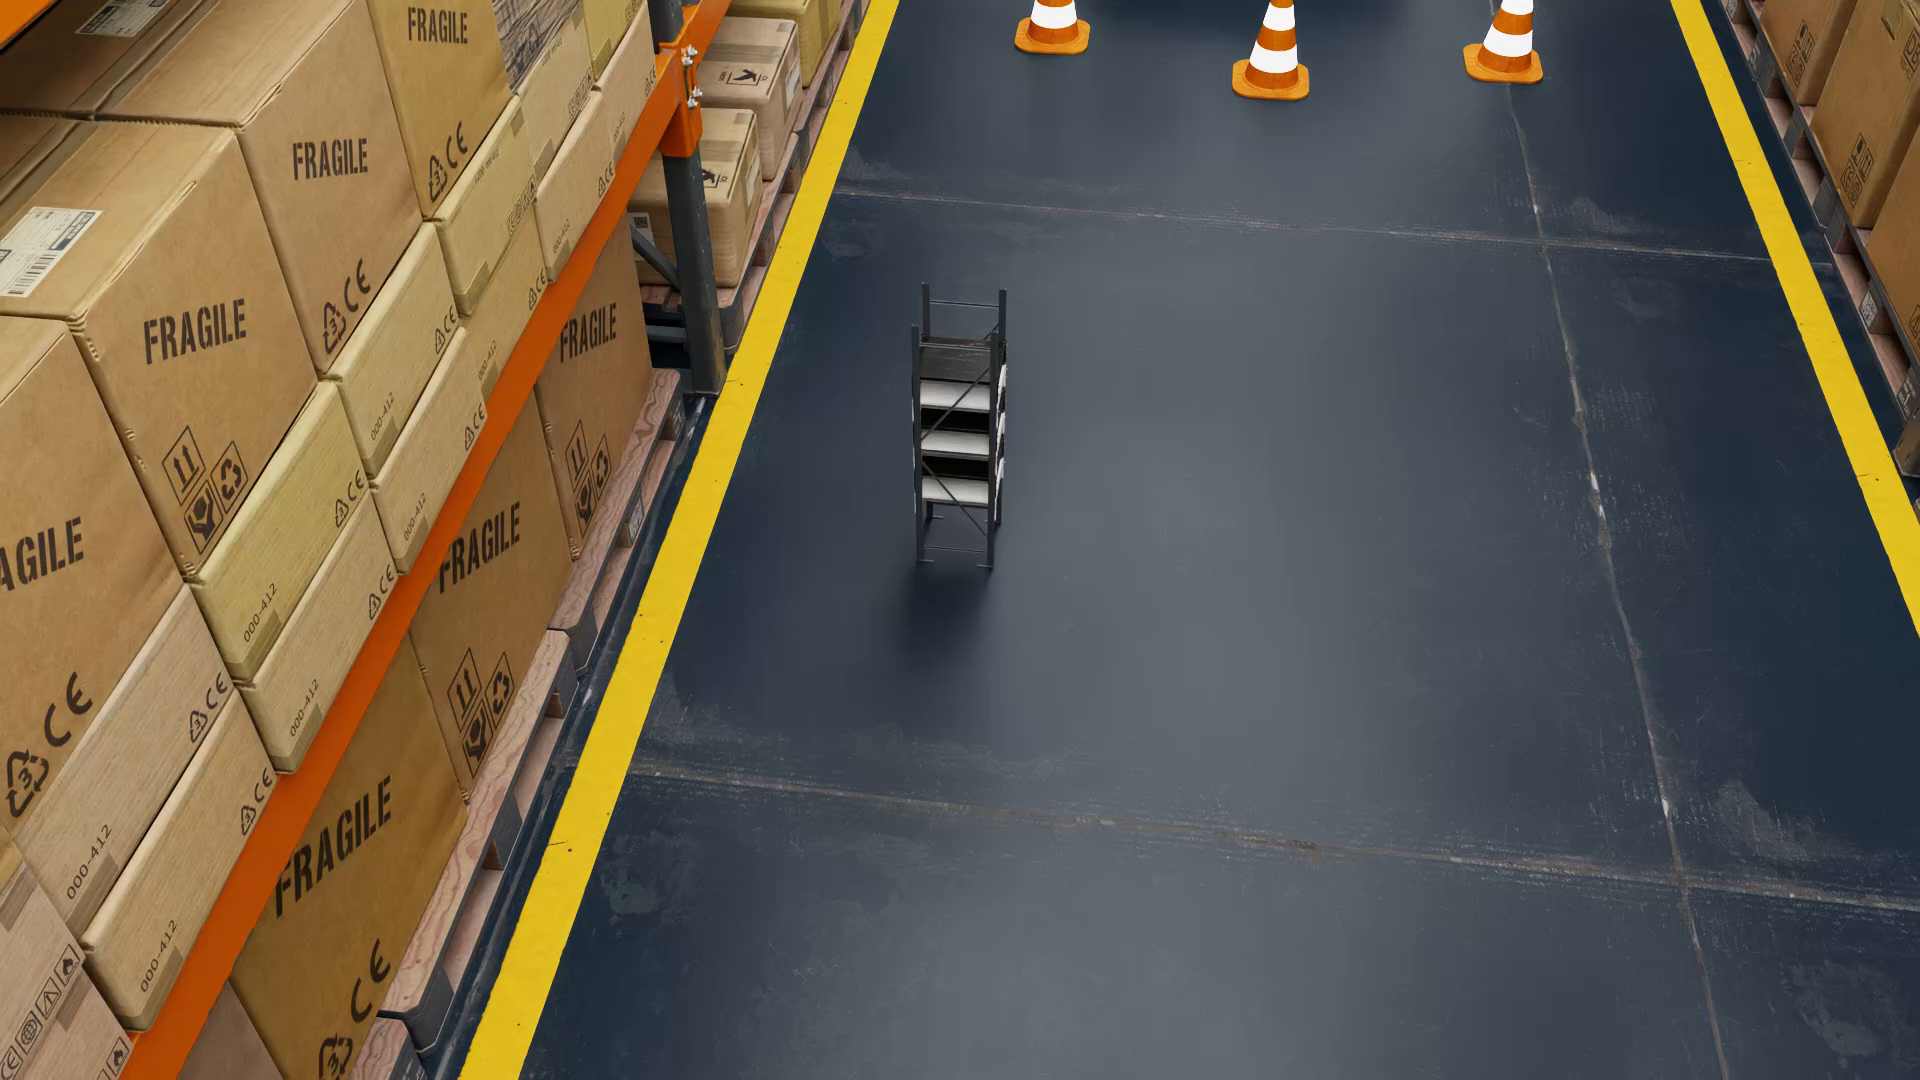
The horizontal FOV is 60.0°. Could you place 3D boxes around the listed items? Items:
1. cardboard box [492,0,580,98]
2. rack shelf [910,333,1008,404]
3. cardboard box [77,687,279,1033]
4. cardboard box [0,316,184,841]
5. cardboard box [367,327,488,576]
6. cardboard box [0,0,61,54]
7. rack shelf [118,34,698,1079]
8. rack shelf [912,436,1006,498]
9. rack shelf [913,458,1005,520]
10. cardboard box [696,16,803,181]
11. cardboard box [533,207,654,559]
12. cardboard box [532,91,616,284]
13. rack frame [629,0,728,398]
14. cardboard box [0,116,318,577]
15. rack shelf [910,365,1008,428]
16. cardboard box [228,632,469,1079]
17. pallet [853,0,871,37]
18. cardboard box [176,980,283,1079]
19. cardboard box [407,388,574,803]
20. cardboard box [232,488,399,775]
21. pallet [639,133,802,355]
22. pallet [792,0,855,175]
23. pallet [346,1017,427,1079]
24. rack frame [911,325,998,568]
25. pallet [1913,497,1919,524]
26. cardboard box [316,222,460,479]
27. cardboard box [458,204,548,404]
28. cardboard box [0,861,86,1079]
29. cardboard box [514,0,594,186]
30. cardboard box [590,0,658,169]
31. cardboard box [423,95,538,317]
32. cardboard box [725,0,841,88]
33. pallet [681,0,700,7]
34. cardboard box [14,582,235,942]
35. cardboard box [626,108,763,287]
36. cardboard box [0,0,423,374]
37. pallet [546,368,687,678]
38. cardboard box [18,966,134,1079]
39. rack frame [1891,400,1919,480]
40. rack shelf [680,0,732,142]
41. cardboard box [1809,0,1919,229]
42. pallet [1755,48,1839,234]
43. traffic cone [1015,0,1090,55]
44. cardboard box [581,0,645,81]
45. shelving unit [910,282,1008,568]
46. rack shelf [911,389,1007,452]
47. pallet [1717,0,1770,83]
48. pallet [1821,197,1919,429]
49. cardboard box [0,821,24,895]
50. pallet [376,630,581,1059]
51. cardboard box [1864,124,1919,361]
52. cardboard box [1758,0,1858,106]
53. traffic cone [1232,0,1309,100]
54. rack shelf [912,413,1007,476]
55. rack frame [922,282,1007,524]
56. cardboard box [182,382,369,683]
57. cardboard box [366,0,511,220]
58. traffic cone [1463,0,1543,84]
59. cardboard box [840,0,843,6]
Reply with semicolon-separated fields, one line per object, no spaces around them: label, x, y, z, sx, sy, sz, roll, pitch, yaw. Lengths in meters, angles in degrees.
cardboard box;-1.192;-1.343;3.686;0.500;0.500;0.500;6;44;6
rack shelf;-0.001;-0.493;4.772;0.258;0.077;0.200;5;44;6
cardboard box;-1.465;0.482;2.668;0.500;0.250;0.500;4;44;4
cardboard box;-1.469;0.034;2.233;0.500;0.500;0.500;5;44;5
cardboard box;-1.306;-0.206;3.395;0.500;0.250;0.500;5;44;5
cardboard box;-1.841;-0.722;3.030;0.500;0.500;0.500;6;44;6
rack shelf;-1.588;-0.046;3.640;1.077;0.370;4.000;5;44;6
rack shelf;-0.001;-0.232;5.020;0.258;0.077;0.200;5;44;6
rack shelf;-0.001;-0.166;5.081;0.258;0.077;0.200;5;44;6
cardboard box;-1.149;-1.756;6.529;0.950;0.372;0.625;4;44;5
cardboard box;-1.497;-0.588;4.929;0.875;0.875;0.875;5;44;5
cardboard box;-1.185;-0.897;4.125;0.500;0.250;0.500;6;44;6
rack frame;-1.323;-1.670;4.832;1.000;3.000;0.127;5;44;6
cardboard box;-1.400;-0.308;2.593;0.500;0.500;0.500;4;44;4
rack shelf;-0.001;-0.428;4.834;0.258;0.077;0.200;5;44;6
cardboard box;-1.738;0.629;3.644;0.875;0.875;0.875;6;44;7
pallet;-0.896;-2.853;8.109;1.003;0.211;1.213;5;44;6
cardboard box;-1.849;1.246;2.993;0.875;0.875;0.875;6;44;7
cardboard box;-1.619;0.020;4.287;0.875;0.875;0.875;6;44;6
cardboard box;-1.382;0.134;3.036;0.500;0.250;0.500;5;44;5
pallet;-1.218;-1.190;6.353;1.003;0.211;1.213;5;44;6
pallet;-1.055;-2.019;7.228;1.003;0.211;1.213;5;44;6
pallet;-1.825;1.536;3.474;1.003;0.211;1.213;5;44;6
rack frame;-0.015;-0.252;4.862;0.240;0.900;0.006;5;44;6
pallet;3.492;0.256;4.826;1.003;0.211;1.213;5;44;6
cardboard box;-1.315;-0.389;3.225;0.500;0.250;0.500;4;44;4
cardboard box;-1.267;-0.556;3.764;0.500;0.250;0.500;5;44;5
cardboard box;-1.514;0.655;2.122;0.500;0.250;0.500;4;44;4
cardboard box;-1.199;-1.094;3.969;0.500;0.250;0.500;4;44;4
cardboard box;-1.133;-1.247;4.494;0.500;0.250;0.500;4;44;4
cardboard box;-1.247;-0.743;3.599;0.500;0.250;0.500;4;44;4
cardboard box;-1.043;-2.272;7.074;0.950;0.372;0.625;7;44;7
pallet;-1.335;-2.095;5.421;1.213;0.211;1.003;5;44;6
cardboard box;-1.473;0.297;2.500;0.500;0.250;0.500;6;44;6
cardboard box;-1.239;-1.252;5.997;0.950;0.372;0.625;3;43;3
cardboard box;-1.338;-0.661;2.966;0.500;0.500;0.500;5;44;5
pallet;-1.502;-0.127;5.230;1.003;0.211;1.213;5;44;6
cardboard box;-1.532;0.835;2.296;0.500;0.250;0.500;4;44;5
rack frame;3.597;-1.289;4.429;1.000;3.000;0.127;5;44;6
rack shelf;-1.059;-2.772;6.519;1.077;0.370;4.000;5;44;6
cardboard box;3.879;-1.627;6.118;1.050;0.750;0.750;6;44;6
pallet;3.939;-1.636;6.824;1.003;0.211;1.213;5;44;6
traffic cone;0.429;-2.502;7.556;0.336;0.463;0.334;5;44;6
cardboard box;-1.135;-1.444;4.338;0.500;0.250;0.500;5;44;5
shelving unit;-0.001;-0.321;4.935;0.258;0.900;0.210;5;44;6
rack shelf;-0.001;-0.362;4.896;0.258;0.077;0.200;5;44;6
pallet;4.098;-2.469;7.705;1.003;0.211;1.213;5;44;6
pallet;3.776;-0.807;5.948;1.003;0.211;1.213;5;44;6
cardboard box;-1.509;0.383;1.864;0.500;0.500;0.500;6;44;6
pallet;-1.666;0.702;4.355;1.003;0.211;1.213;5;44;6
cardboard box;3.766;-1.031;5.488;1.050;0.750;0.750;5;44;5
cardboard box;4.001;-2.262;6.788;1.050;0.750;0.750;5;44;6
traffic cone;1.382;-2.214;7.251;0.336;0.463;0.334;5;44;6
rack shelf;-0.001;-0.297;4.958;0.258;0.077;0.200;5;44;6
rack frame;0.012;-0.391;5.008;0.240;0.900;0.006;5;44;6
cardboard box;-1.380;-0.044;2.861;0.500;0.250;0.500;6;44;6
cardboard box;-1.264;-1.005;3.330;0.500;0.500;0.500;5;44;6
traffic cone;2.452;-2.317;7.360;0.336;0.463;0.334;5;44;6
cardboard box;-0.953;-2.746;7.574;0.950;0.372;0.625;8;44;8
